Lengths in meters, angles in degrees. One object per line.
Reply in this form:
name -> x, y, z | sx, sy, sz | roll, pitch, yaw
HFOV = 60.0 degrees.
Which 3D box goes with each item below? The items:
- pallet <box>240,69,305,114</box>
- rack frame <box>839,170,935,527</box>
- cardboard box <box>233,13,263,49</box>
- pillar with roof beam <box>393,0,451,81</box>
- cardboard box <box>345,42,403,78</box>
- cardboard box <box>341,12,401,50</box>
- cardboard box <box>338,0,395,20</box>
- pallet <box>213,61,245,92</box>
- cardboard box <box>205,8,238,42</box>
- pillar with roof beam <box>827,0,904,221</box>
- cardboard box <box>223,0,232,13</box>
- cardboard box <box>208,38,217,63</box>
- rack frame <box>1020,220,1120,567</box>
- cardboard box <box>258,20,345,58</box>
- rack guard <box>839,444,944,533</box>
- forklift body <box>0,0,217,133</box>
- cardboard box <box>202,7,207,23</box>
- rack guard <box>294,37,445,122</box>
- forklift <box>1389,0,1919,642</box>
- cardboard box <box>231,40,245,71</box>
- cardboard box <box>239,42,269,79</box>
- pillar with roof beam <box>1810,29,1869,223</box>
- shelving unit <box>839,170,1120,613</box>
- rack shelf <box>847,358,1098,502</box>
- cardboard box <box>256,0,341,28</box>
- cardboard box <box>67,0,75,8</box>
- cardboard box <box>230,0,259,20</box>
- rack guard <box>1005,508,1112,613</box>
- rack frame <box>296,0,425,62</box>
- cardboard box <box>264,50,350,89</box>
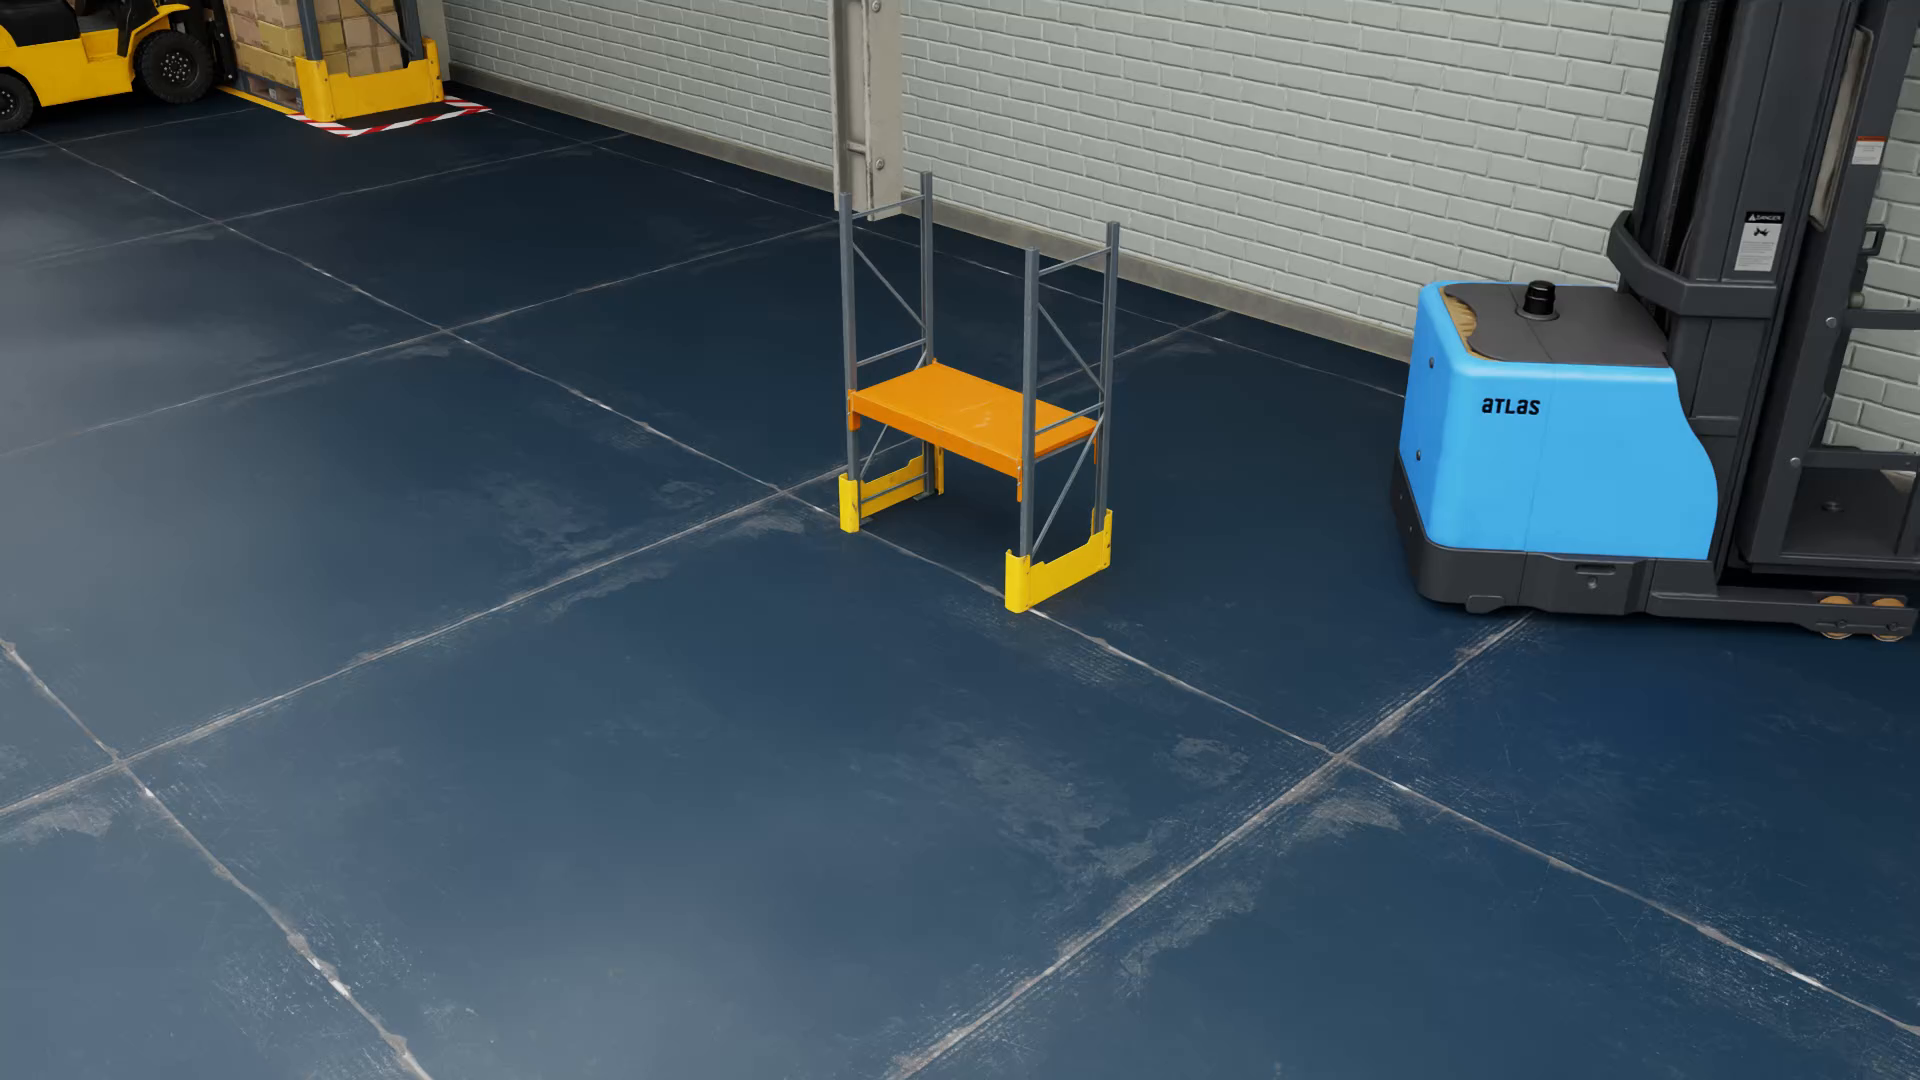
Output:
pallet -> -5.623, -4.062, 14.748 | 1.213, 0.211, 1.003 | 25, 36, 38
rack frame -> -0.302, -0.802, 7.163 | 0.032, 1.500, 0.500 | 25, 36, 38
cardboard box -> -5.965, -4.473, 14.499 | 0.500, 0.250, 0.500 | 24, 36, 38
pillar with roof beam -> -7.931, -6.813, 10.538 | 0.400, 9.000, 9.100 | 25, 36, 38
cardboard box -> -5.261, -4.254, 14.621 | 0.500, 0.250, 0.500 | 25, 37, 39
cardboard box -> -5.238, -4.473, 14.499 | 0.500, 0.250, 0.500 | -25, 36, -38
cardboard box -> -5.258, -4.691, 14.378 | 0.500, 0.250, 0.500 | 24, 36, 38
pallet -> -6.489, -4.460, 15.505 | 1.213, 0.211, 1.003 | 25, 36, 38
cardboard box -> -6.347, -4.634, 14.806 | 0.500, 0.250, 0.500 | 24, 36, 37
pillar with roof beam -> -3.653, -4.855, 6.815 | 0.400, 9.000, 9.100 | 25, 36, 38
cardboard box -> -6.330, -4.844, 14.669 | 0.500, 0.250, 0.500 | -25, 37, -39
cardboard box -> -6.689, -4.571, 15.224 | 0.500, 0.250, 0.500 | -24, 36, -38
rack frame -> 0.423, -0.470, 6.533 | 0.032, 1.500, 0.500 | 25, 36, 38
cardboard box -> -5.614, -4.305, 14.181 | 0.500, 0.250, 0.500 | 24, 36, 38
rack guard -> -0.301, -0.248, 7.454 | 0.087, 0.250, 0.587 | 25, 36, 38
forklift body -> -7.679, -4.698, 13.873 | 1.214, 2.155, 2.313 | 25, 36, 38
cardboard box -> -6.702, -4.799, 15.119 | 0.500, 0.250, 0.500 | 24, 36, 38
rack guard -> -5.031, -3.946, 14.217 | 0.348, 0.500, 1.175 | 25, 36, 38
forklift -> 3.393, -1.161, 6.309 | 3.031, 2.935, 1.130 | 3, 28, 5
cardboard box -> -6.303, -4.409, 14.916 | 0.500, 0.250, 0.500 | -25, 37, -39
cardboard box -> -5.953, -4.243, 14.599 | 0.500, 0.250, 0.500 | 25, 36, 38
pillar with roof beam -> 0.626, -2.898, 3.092 | 0.400, 9.000, 9.100 | 25, 36, 38
shelving unit -> 0.054, -0.639, 6.854 | 1.083, 1.500, 0.587 | 25, 36, 38
rack shelf -> 0.061, -0.477, 6.932 | 1.000, 0.185, 0.538 | 25, 36, 38
cardboard box -> -5.595, -4.518, 14.049 | 0.500, 0.250, 0.500 | -24, 36, -38
cardboard box -> -8.828, -5.923, 17.391 | 0.625, 0.625, 0.875 | 24, 36, 38
cardboard box -> -5.963, -4.683, 14.362 | 0.500, 0.250, 0.500 | -25, 36, -38
rack guard -> 0.409, 0.077, 6.835 | 0.087, 0.250, 0.587 | 25, 36, 38
rack frame -> -5.048, -5.060, 13.651 | 0.127, 3.000, 1.000 | 25, 36, 38
cardboard box -> -5.605, -4.078, 14.285 | 0.500, 0.250, 0.500 | 25, 37, 39
